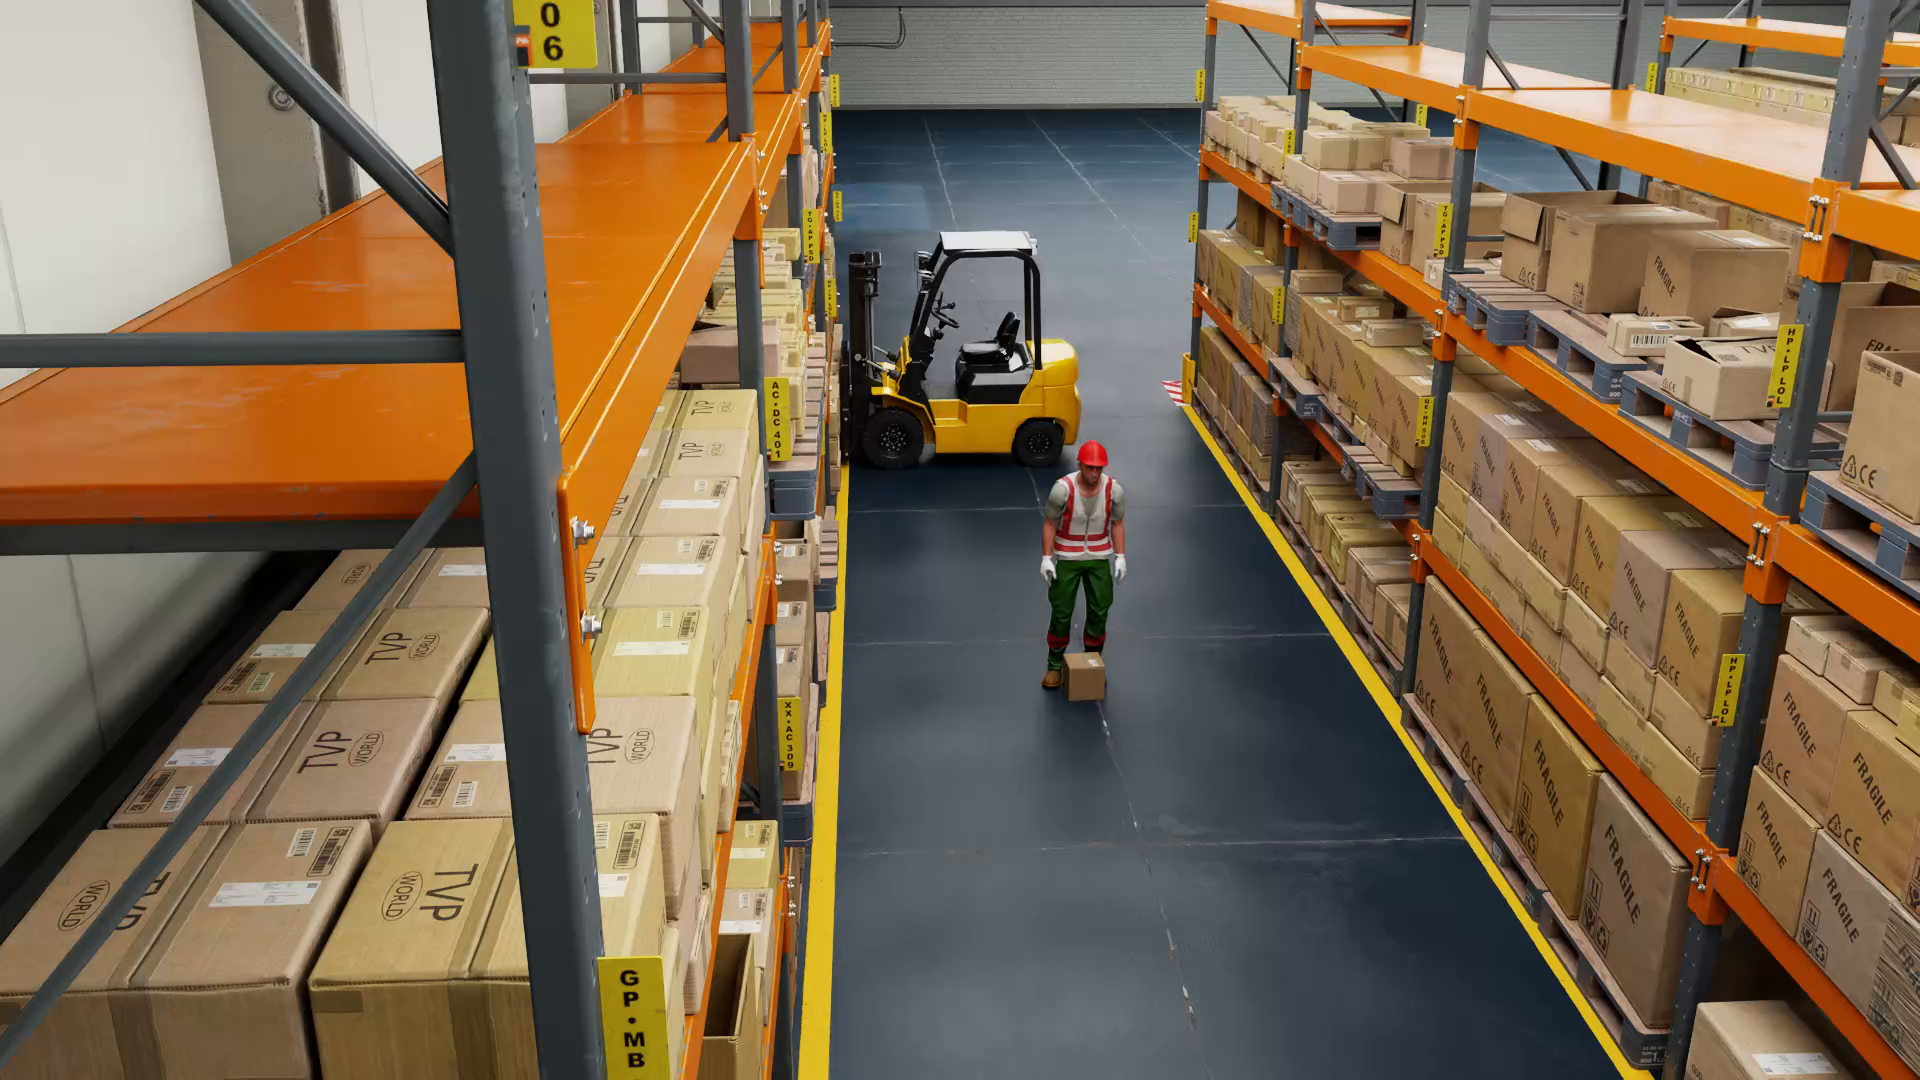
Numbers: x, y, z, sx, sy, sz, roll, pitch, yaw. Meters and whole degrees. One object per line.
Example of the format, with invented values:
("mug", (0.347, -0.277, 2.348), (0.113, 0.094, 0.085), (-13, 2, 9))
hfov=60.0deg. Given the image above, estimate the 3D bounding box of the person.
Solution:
("person", (0.856, 0.154, 11.497), (0.613, 1.778, 0.452), (-2, 20, -6))
